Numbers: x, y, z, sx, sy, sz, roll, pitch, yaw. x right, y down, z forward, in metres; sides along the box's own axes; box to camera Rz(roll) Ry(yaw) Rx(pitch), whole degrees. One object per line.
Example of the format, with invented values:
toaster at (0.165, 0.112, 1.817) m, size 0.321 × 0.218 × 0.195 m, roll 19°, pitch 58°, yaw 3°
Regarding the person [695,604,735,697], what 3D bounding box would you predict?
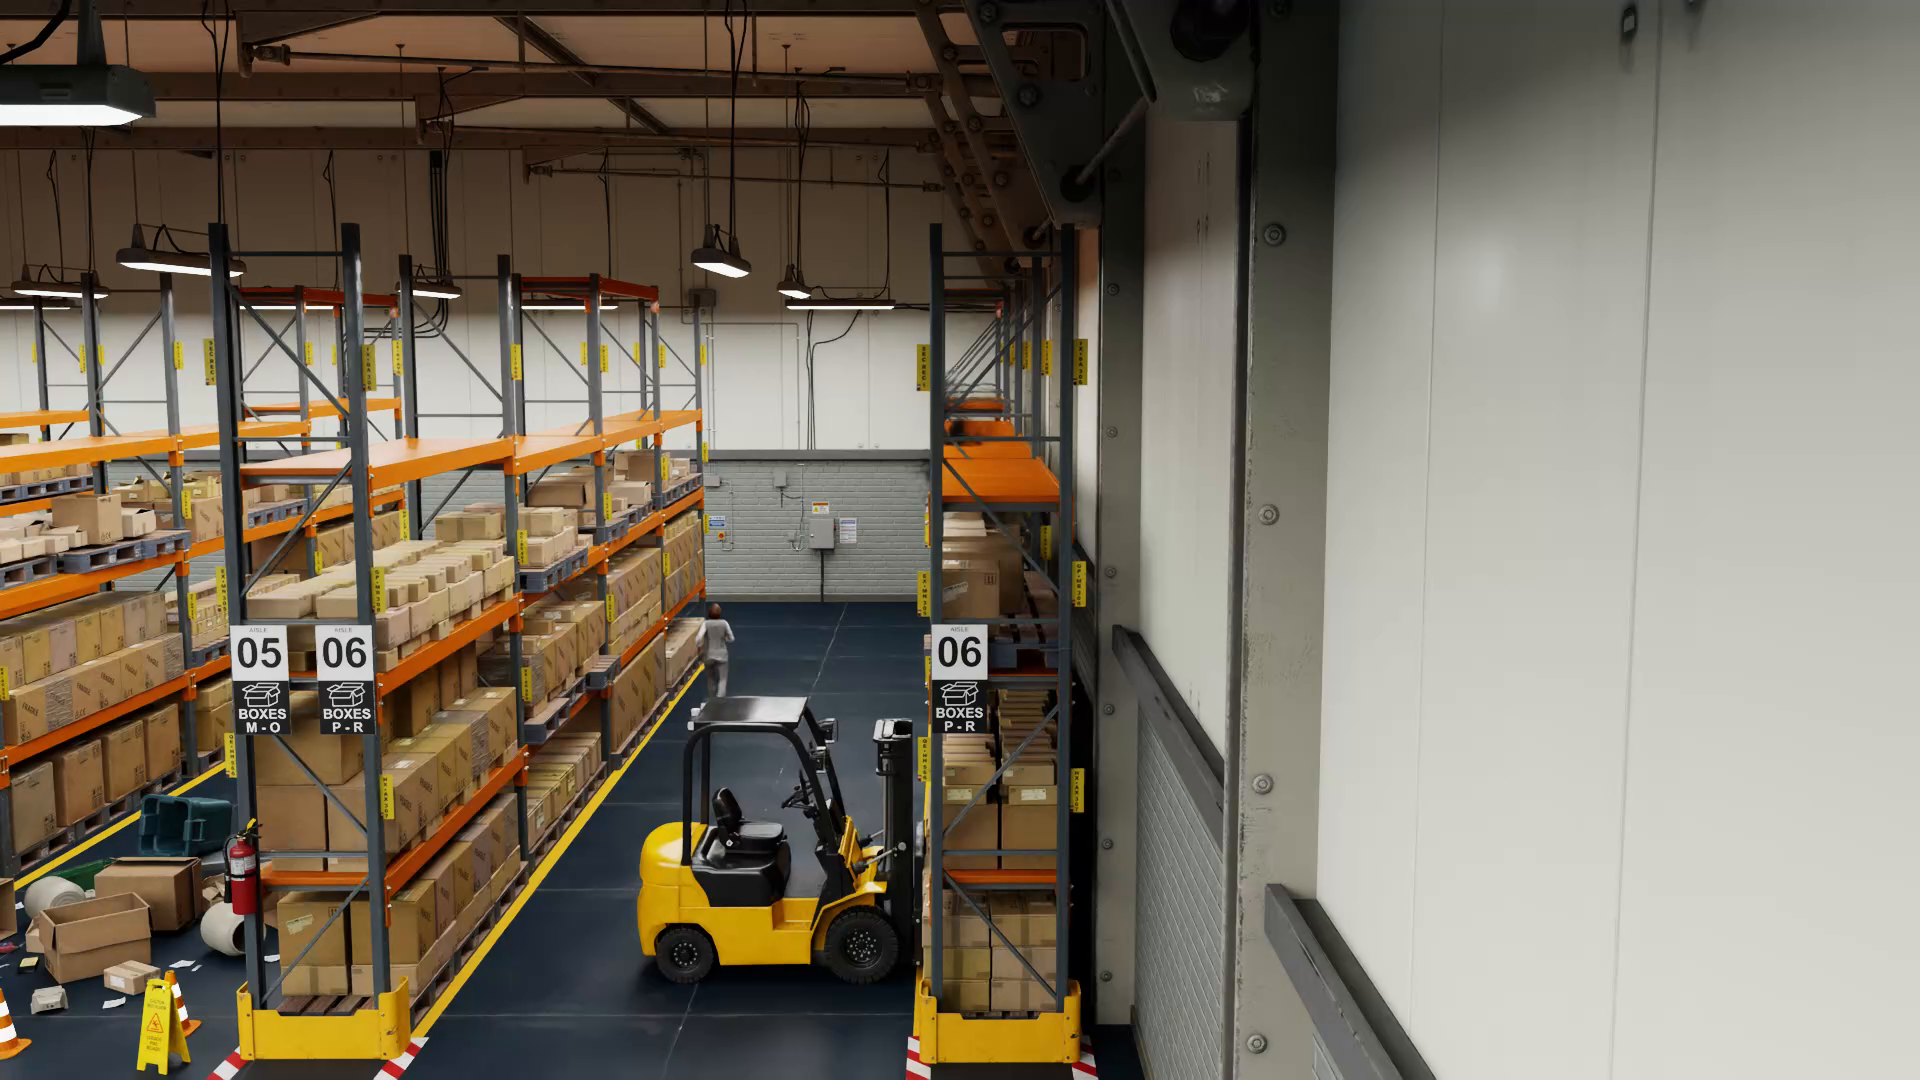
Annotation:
person at (-3.400, 1.667, 23.167) m, size 0.544 × 1.577 × 0.877 m, roll -1°, pitch 7°, yaw -7°
